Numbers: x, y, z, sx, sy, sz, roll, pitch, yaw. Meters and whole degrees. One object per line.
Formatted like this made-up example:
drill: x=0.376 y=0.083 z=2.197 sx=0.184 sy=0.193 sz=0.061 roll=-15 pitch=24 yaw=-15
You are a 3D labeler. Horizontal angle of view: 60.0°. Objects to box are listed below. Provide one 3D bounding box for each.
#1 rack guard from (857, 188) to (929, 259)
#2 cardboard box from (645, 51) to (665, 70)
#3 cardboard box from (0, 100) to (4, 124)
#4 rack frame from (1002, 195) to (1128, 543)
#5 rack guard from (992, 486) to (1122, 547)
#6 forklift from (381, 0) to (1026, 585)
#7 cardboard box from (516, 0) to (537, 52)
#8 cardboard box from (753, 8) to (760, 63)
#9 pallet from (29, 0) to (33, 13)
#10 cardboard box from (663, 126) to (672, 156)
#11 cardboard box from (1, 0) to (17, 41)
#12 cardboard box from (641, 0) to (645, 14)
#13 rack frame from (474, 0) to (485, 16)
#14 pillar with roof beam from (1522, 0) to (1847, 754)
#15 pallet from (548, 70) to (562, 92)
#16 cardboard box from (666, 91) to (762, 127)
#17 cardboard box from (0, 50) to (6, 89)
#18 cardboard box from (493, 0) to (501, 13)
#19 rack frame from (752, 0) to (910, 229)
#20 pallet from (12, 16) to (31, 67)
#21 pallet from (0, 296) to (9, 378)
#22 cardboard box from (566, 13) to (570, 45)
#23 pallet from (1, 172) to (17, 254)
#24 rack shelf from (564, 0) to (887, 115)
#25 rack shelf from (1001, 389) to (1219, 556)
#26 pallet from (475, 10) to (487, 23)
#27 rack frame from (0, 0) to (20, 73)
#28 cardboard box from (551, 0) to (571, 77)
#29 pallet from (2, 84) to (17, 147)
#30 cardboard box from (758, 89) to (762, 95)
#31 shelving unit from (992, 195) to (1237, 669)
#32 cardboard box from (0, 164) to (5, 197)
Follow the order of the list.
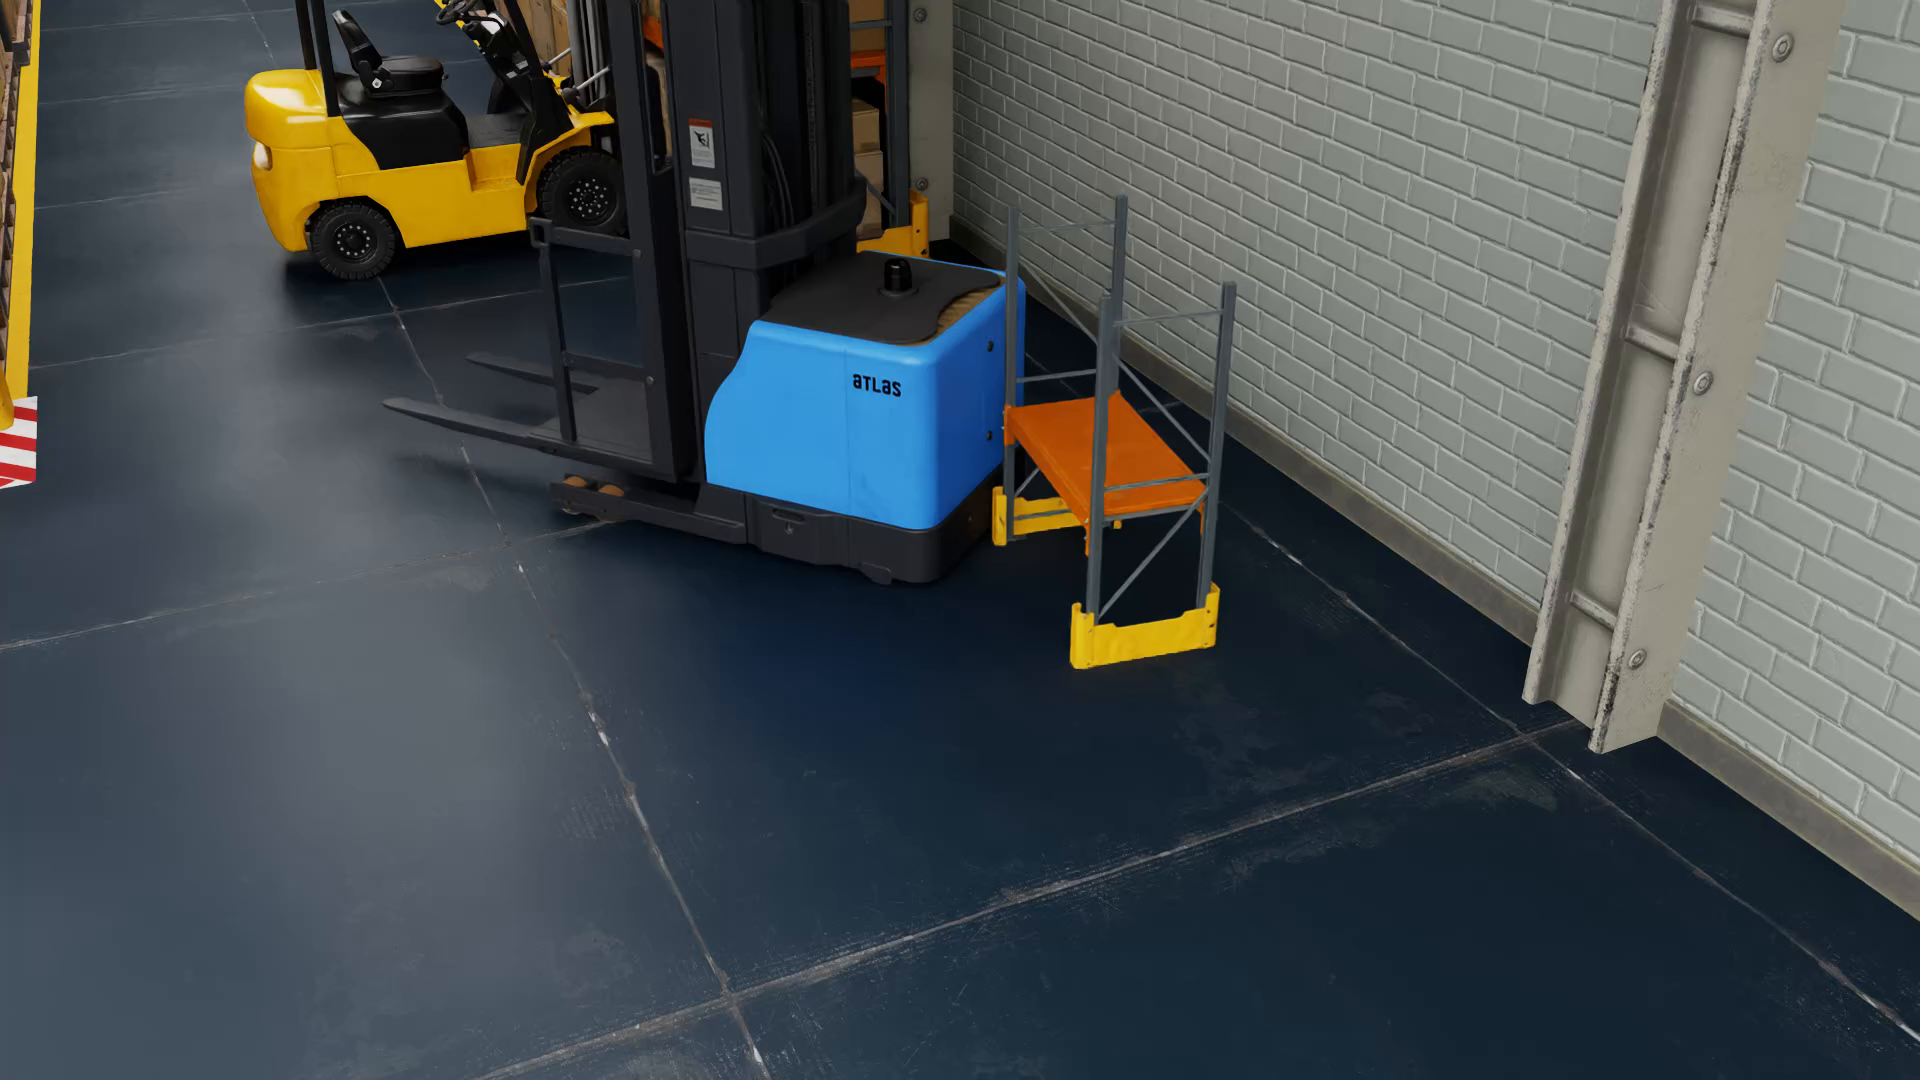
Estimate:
rack guard: x=-0.764 y=-1.720 z=9.807 sx=1.175 sy=0.500 sz=0.348 roll=-13 pitch=32 yaw=-22
cardboard box: x=-1.915 y=-3.050 z=10.981 sx=0.500 sy=0.250 sz=0.500 roll=-14 pitch=32 yaw=-23
cardboard box: x=-7.512 y=-3.129 z=12.021 sx=0.950 sy=0.372 sz=0.625 roll=-11 pitch=31 yaw=-19
rack frame: x=0.426 y=-0.684 z=6.936 sx=0.500 sy=1.500 sz=0.032 roll=-8 pitch=30 yaw=-15
rack guard: x=0.426 y=-0.138 z=7.241 sx=0.587 sy=0.250 sz=0.087 roll=-8 pitch=30 yaw=-15
forklift: x=-1.263 y=-1.570 z=7.054 sx=3.031 sy=2.935 sz=1.130 roll=13 pitch=32 yaw=22
cardboard box: x=-3.377 y=-4.640 z=14.456 sx=0.875 sy=0.625 sz=0.625 roll=-14 pitch=32 yaw=-24
cardboard box: x=-1.223 y=-3.027 z=9.479 sx=0.500 sy=0.500 sz=0.500 roll=-14 pitch=32 yaw=-23
pallet: x=-10.008 y=-5.537 z=16.908 sx=1.003 sy=0.211 sz=1.213 roll=-13 pitch=32 yaw=-22
cardboard box: x=-1.712 y=-2.620 z=10.726 sx=0.500 sy=0.250 sz=0.500 roll=-14 pitch=32 yaw=-23
cardboard box: x=-8.912 y=-4.890 z=14.647 sx=0.875 sy=0.875 sz=0.875 roll=-13 pitch=32 yaw=-22
cardboard box: x=-1.884 y=-3.704 z=10.687 sx=0.500 sy=0.500 sz=0.500 roll=-13 pitch=32 yaw=-22
rack frame: x=-4.209 y=-6.355 z=15.516 sx=1.000 sy=3.000 sz=0.127 roll=-13 pitch=32 yaw=-22
pillar with roof beam: x=-1.572 y=-2.380 z=2.294 sx=9.100 sy=9.000 sz=0.400 roll=-13 pitch=32 yaw=-22
pallet: x=-2.843 y=-3.689 z=13.613 sx=1.003 sy=0.211 sz=1.213 roll=-13 pitch=32 yaw=-22
cardboard box: x=-1.479 y=-2.603 z=10.186 sx=0.500 sy=0.250 sz=0.500 roll=-12 pitch=32 yaw=-21
cardboard box: x=-8.133 y=-3.772 z=13.168 sx=0.950 sy=0.372 sz=0.625 roll=-14 pitch=32 yaw=-23
cardboard box: x=-3.954 y=-5.224 z=15.498 sx=0.875 sy=0.625 sz=0.625 roll=-12 pitch=31 yaw=-20
rack frame: x=-0.775 y=-2.821 z=9.214 sx=1.000 sy=3.000 sz=0.127 roll=-13 pitch=32 yaw=-22
pallet: x=-8.961 y=-4.459 z=14.986 sx=1.003 sy=0.211 sz=1.213 roll=-13 pitch=32 yaw=-22
pallet: x=-5.606 y=-0.961 z=8.748 sx=1.003 sy=0.211 sz=1.213 roll=-13 pitch=32 yaw=-22
cardboard box: x=-2.568 y=-3.729 z=12.192 sx=0.500 sy=0.250 sz=0.500 roll=-14 pitch=32 yaw=-23
pallet: x=-6.653 y=-2.039 z=10.670 sx=1.003 sy=0.211 sz=1.213 roll=-13 pitch=32 yaw=-22
rack shelf: x=-1.633 y=-3.391 z=10.966 sx=1.077 sy=0.370 sz=4.000 roll=-13 pitch=32 yaw=-22
rack shelf: x=0.572 y=-0.289 z=6.600 sx=0.538 sy=0.185 sz=1.000 roll=-8 pitch=30 yaw=-15
pallet: x=-3.891 y=-4.767 z=15.535 sx=1.003 sy=0.211 sz=1.213 roll=-13 pitch=32 yaw=-22
rack frame: x=-8.691 y=-5.311 z=13.655 sx=1.000 sy=3.000 sz=0.127 roll=-13 pitch=32 yaw=-22
cardboard box: x=-2.726 y=-3.964 z=13.250 sx=0.875 sy=0.625 sz=0.625 roll=-12 pitch=31 yaw=-20
pallet: x=-7.837 y=-3.211 z=12.761 sx=1.003 sy=0.211 sz=1.213 roll=-13 pitch=32 yaw=-22
cardboard box: x=-1.028 y=-2.713 z=10.381 sx=0.500 sy=0.250 sz=0.500 roll=-13 pitch=32 yaw=-22
shelving unit: x=0.569 y=-0.450 z=6.519 sx=0.587 sy=1.500 sz=1.083 roll=-8 pitch=30 yaw=-15
cardboard box: x=-6.477 y=-2.323 z=10.708 sx=0.500 sy=0.250 sz=0.500 roll=-12 pitch=31 yaw=-20
